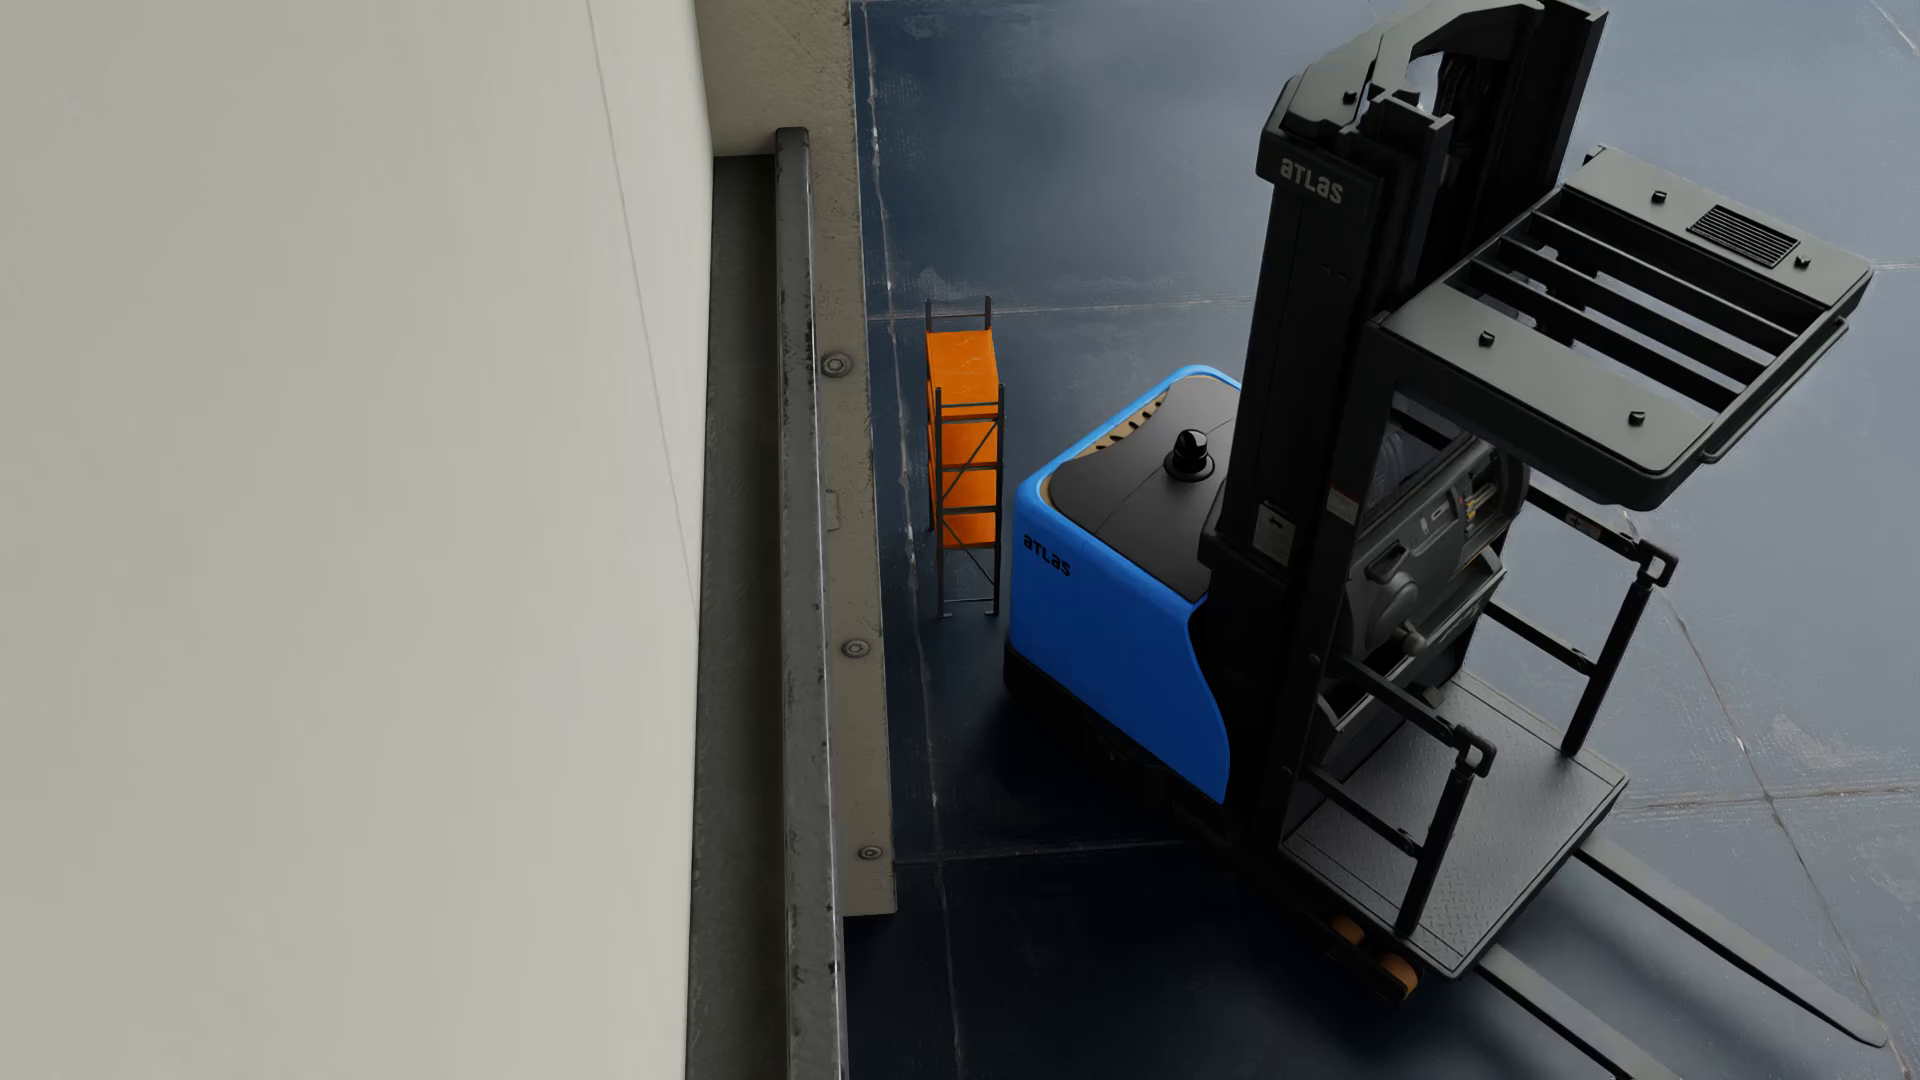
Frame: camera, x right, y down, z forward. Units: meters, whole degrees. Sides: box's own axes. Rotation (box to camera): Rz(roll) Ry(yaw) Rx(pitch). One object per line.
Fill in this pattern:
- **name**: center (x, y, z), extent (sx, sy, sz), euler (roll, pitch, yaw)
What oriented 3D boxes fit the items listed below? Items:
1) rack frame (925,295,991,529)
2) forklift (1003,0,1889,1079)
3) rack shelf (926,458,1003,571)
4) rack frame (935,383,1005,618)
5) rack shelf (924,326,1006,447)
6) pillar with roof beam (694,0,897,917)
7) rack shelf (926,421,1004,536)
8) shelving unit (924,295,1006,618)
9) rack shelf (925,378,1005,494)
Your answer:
- **rack frame**: center (-0.007, -0.469, 6.505), extent (0.240, 1.200, 0.015), euler (-3, 47, -3)
- **forklift**: center (1.562, 0.071, 4.801), extent (3.031, 2.935, 1.130), euler (36, 56, 29)
- **rack shelf**: center (0.014, -0.110, 6.530), extent (0.258, 0.148, 0.480), euler (-3, 47, -3)
- **rack frame**: center (0.034, -0.116, 6.170), extent (0.240, 1.200, 0.015), euler (-3, 47, -3)
- **rack shelf**: center (0.014, -0.563, 6.052), extent (0.258, 0.148, 0.480), euler (-3, 47, -3)
- **pillar with roof beam**: center (3.906, -2.218, 2.789), extent (9.100, 9.000, 0.400), euler (-3, 47, -3)
- **rack shelf**: center (0.014, -0.247, 6.386), extent (0.258, 0.148, 0.480), euler (-3, 47, -3)
- **shelving unit**: center (0.014, -0.293, 6.337), extent (0.258, 1.200, 0.503), euler (-3, 47, -3)
- **rack shelf**: center (0.014, -0.400, 6.224), extent (0.258, 0.148, 0.480), euler (-3, 47, -3)
